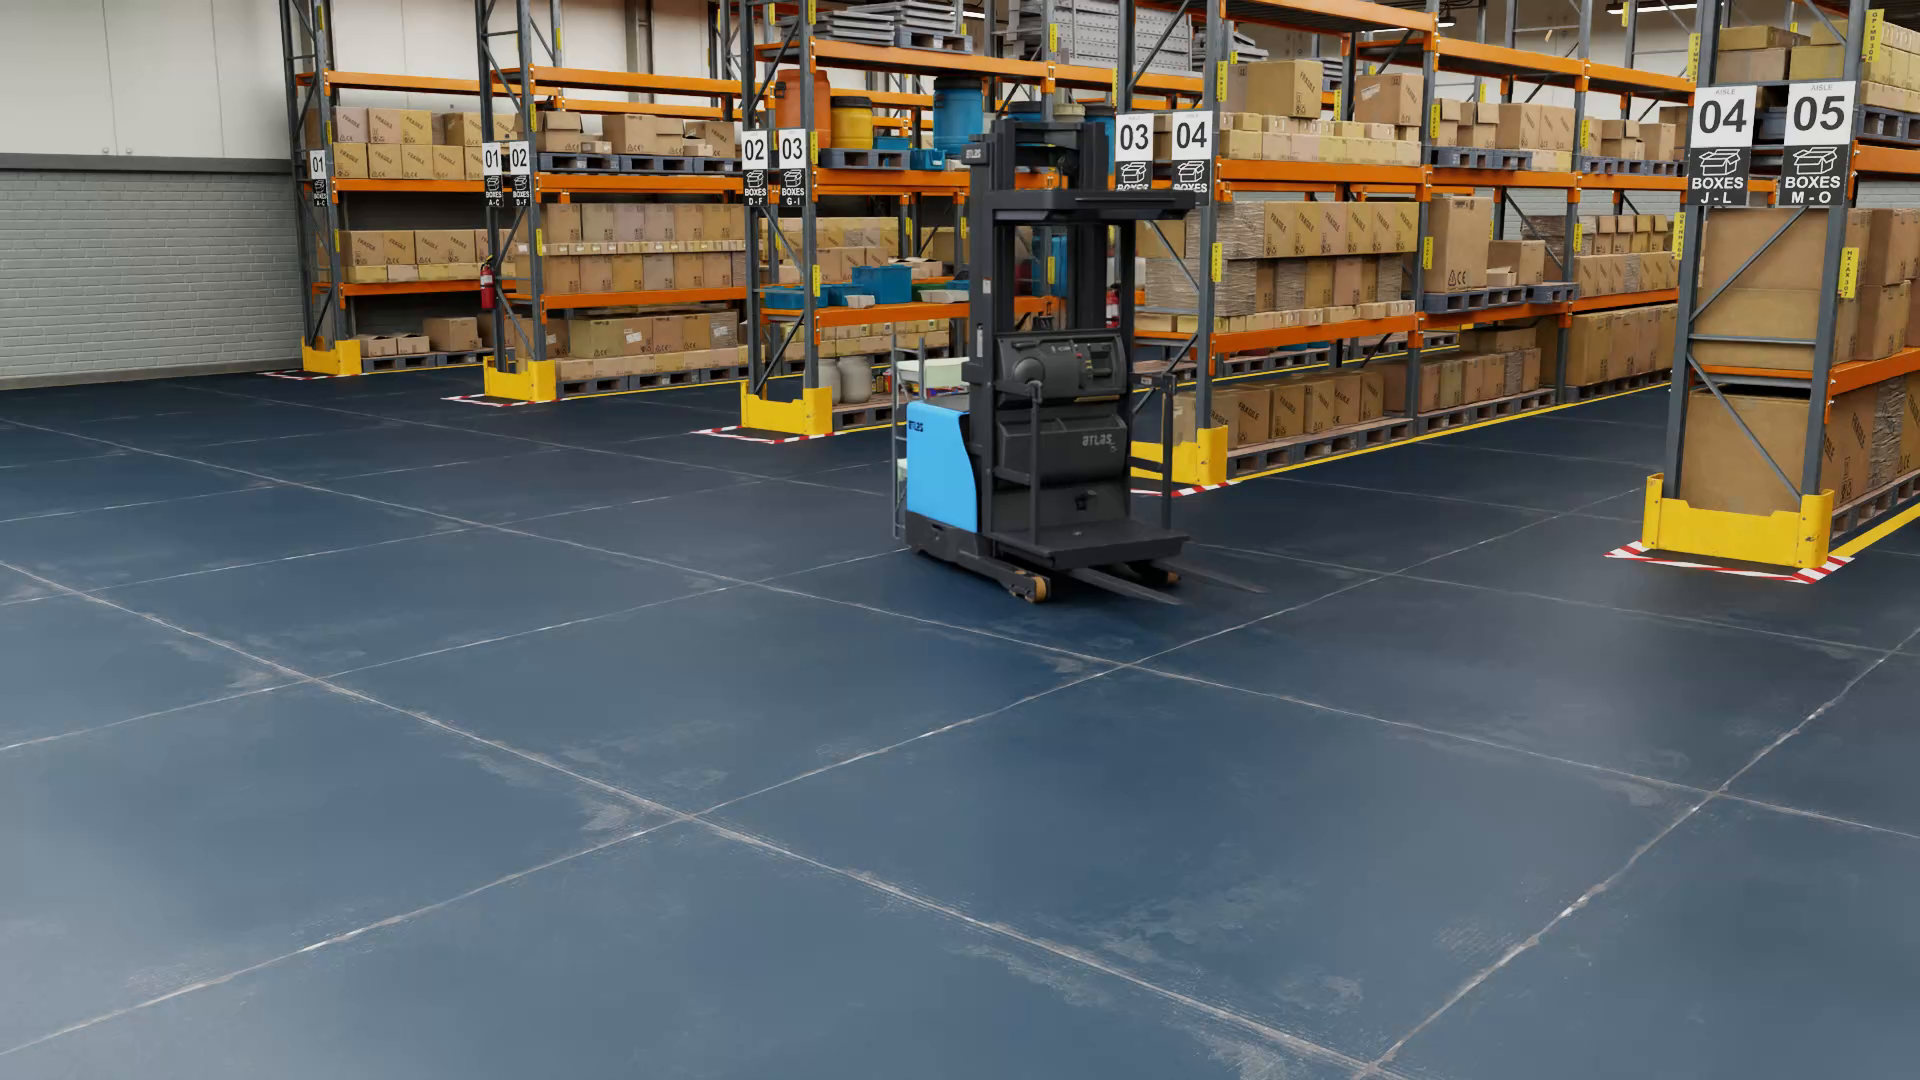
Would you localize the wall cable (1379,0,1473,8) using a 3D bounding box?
[{"bbox_3d":[9.553,-12.469,35.086,3.097,2.526,0.112,10,15,40],"label":"wall cable"}]

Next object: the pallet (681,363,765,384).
[{"bbox_3d":[-3.560,-2.422,23.800,1.003,0.211,1.213,10,15,40],"label":"pallet"}]

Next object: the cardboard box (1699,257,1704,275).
[{"bbox_3d":[10.555,-3.977,24.088,0.500,0.250,0.500,10,15,40],"label":"cardboard box"}]

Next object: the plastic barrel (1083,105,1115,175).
[{"bbox_3d":[1.751,-5.272,22.012,0.600,0.901,0.708,10,15,40],"label":"plastic barrel"}]

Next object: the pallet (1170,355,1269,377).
[{"bbox_3d":[3.844,-2.603,24.704,1.003,0.211,1.213,10,15,40],"label":"pallet"}]

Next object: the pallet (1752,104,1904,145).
[{"bbox_3d":[5.935,-2.913,11.707,1.003,0.211,1.213,10,15,40],"label":"pallet"}]

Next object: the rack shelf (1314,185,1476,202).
[{"bbox_3d":[7.316,-5.850,28.019,1.077,0.370,4.000,10,15,40],"label":"rack shelf"}]

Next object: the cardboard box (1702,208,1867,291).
[{"bbox_3d":[5.728,-2.028,11.566,0.875,0.550,0.550,10,15,40],"label":"cardboard box"}]

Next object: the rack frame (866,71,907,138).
[{"bbox_3d":[-1.446,-8.660,32.595,1.000,3.000,0.127,10,15,40],"label":"rack frame"}]

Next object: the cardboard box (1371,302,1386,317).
[{"bbox_3d":[4.132,-2.363,17.023,0.380,0.149,0.250,10,15,40],"label":"cardboard box"}]

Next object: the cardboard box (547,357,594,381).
[{"bbox_3d":[-5.123,-2.221,21.618,0.500,0.250,0.500,10,15,40],"label":"cardboard box"}]

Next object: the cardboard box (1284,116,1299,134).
[{"bbox_3d":[2.865,-3.780,15.184,0.380,0.149,0.250,10,15,40],"label":"cardboard box"}]

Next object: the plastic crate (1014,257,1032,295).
[{"bbox_3d":[0.804,-3.403,21.425,0.402,0.464,0.583,10,15,40],"label":"plastic crate"}]

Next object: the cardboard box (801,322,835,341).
[{"bbox_3d":[-2.210,-3.135,24.767,0.500,0.311,0.500,10,15,40],"label":"cardboard box"}]

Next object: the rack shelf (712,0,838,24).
[{"bbox_3d":[-2.767,-9.643,30.867,1.077,0.370,4.000,10,15,40],"label":"rack shelf"}]

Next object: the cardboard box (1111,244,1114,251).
[{"bbox_3d":[2.818,-5.167,30.168,0.500,0.500,0.500,10,15,42],"label":"cardboard box"}]

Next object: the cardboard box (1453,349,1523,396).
[{"bbox_3d":[6.292,-2.014,19.895,0.700,0.500,0.500,8,14,36],"label":"cardboard box"}]

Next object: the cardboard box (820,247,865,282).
[{"bbox_3d":[-1.806,-4.212,25.388,0.500,0.500,0.500,10,15,40],"label":"cardboard box"}]

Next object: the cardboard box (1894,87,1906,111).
[{"bbox_3d":[6.421,-3.099,11.723,0.380,0.149,0.250,10,15,41],"label":"cardboard box"}]

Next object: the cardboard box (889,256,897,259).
[{"bbox_3d":[-1.457,-5.519,32.773,0.380,0.149,0.250,10,15,41],"label":"cardboard box"}]

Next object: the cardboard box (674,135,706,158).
[{"bbox_3d":[-3.891,-5.484,23.148,0.500,0.311,0.500,9,14,37],"label":"cardboard box"}]

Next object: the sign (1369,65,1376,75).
[{"bbox_3d":[6.407,-7.205,25.845,0.100,0.325,0.005,10,15,40],"label":"sign"}]

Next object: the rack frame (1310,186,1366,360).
[{"bbox_3d":[5.995,-4.437,26.769,1.000,3.000,0.127,10,15,40],"label":"rack frame"}]

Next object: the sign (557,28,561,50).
[{"bbox_3d":[-6.332,-7.907,26.238,0.100,0.325,0.005,10,15,40],"label":"sign"}]

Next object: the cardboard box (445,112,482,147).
[{"bbox_3d":[-7.545,-6.292,25.539,0.500,0.500,0.500,9,14,38],"label":"cardboard box"}]

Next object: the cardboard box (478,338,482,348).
[{"bbox_3d":[-7.798,-3.126,26.360,0.380,0.149,0.250,8,14,36],"label":"cardboard box"}]

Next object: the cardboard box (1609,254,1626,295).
[{"bbox_3d":[8.275,-3.446,21.550,0.500,0.500,0.500,9,15,39],"label":"cardboard box"}]

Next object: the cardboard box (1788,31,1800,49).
[{"bbox_3d":[5.756,-3.537,11.880,0.380,0.149,0.250,10,15,41],"label":"cardboard box"}]

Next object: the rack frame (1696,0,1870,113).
[{"bbox_3d":[5.454,-4.317,10.851,1.000,3.000,0.127,10,15,40],"label":"rack frame"}]

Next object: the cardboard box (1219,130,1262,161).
[{"bbox_3d":[2.307,-3.466,14.632,0.500,0.250,0.500,10,15,42],"label":"cardboard box"}]

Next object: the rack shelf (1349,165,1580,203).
[{"bbox_3d":[5.755,-4.032,18.920,1.077,0.370,4.000,10,15,40],"label":"rack shelf"}]

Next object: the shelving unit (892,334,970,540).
[{"bbox_3d":[-0.070,-0.759,12.182,0.755,1.500,0.431,-8,14,-33],"label":"shelving unit"}]

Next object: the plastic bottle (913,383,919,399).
[{"bbox_3d":[-0.495,-1.776,19.288,0.097,0.271,0.097,0,11,0],"label":"plastic bottle"}]

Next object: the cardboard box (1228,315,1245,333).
[{"bbox_3d":[2.341,-1.954,14.976,0.380,0.149,0.250,10,15,40],"label":"cardboard box"}]

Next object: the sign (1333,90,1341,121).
[{"bbox_3d":[4.016,-4.609,17.644,0.100,0.325,0.005,10,15,40],"label":"sign"}]

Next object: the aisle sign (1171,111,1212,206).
[{"bbox_3d":[1.979,-3.258,14.229,0.394,0.787,0.004,10,15,40],"label":"aisle sign"}]

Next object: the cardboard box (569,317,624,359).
[{"bbox_3d":[-4.795,-2.662,21.914,0.500,0.500,0.500,10,15,40],"label":"cardboard box"}]

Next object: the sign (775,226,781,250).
[{"bbox_3d":[-2.586,-4.293,23.635,0.100,0.325,0.005,10,15,40],"label":"sign"}]

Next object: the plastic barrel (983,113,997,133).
[{"bbox_3d":[0.283,-4.954,20.341,0.421,0.512,0.421,0,11,0],"label":"plastic barrel"}]

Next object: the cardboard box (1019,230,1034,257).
[{"bbox_3d":[1.157,-5.065,28.586,0.700,0.500,0.500,6,13,26],"label":"cardboard box"}]

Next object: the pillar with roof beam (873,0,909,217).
[{"bbox_3d":[1.600,-8.318,30.884,9.100,9.000,0.548,10,15,40],"label":"pillar with roof beam"}]

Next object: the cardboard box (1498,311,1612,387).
[{"bbox_3d":[7.547,-2.471,21.279,1.225,0.875,0.875,9,14,38],"label":"cardboard box"}]

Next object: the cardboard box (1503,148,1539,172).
[{"bbox_3d":[6.295,-4.356,19.086,0.500,0.250,0.500,10,15,42],"label":"cardboard box"}]

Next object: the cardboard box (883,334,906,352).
[{"bbox_3d":[-1.199,-3.089,25.964,0.500,0.250,0.500,10,15,42],"label":"cardboard box"}]

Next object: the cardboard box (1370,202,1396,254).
[{"bbox_3d":[4.016,-3.130,16.655,0.500,0.500,0.500,10,15,40],"label":"cardboard box"}]

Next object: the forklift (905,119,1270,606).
[{"bbox_3d":[0.764,-1.150,10.484,1.130,2.935,3.031,-6,13,-28],"label":"forklift"}]

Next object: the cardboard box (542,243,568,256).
[{"bbox_3d":[-5.224,-3.710,21.215,0.380,0.149,0.250,10,15,40],"label":"cardboard box"}]

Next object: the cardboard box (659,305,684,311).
[{"bbox_3d":[-5.257,-3.870,29.185,0.700,0.500,0.500,10,15,40],"label":"cardboard box"}]

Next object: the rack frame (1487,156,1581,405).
[{"bbox_3d":[7.075,-3.208,20.617,1.000,3.000,0.127,10,15,40],"label":"rack frame"}]

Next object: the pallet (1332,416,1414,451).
[{"bbox_3d":[4.018,-1.149,17.426,1.003,0.211,1.213,10,15,40],"label":"pallet"}]

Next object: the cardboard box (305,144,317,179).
[{"bbox_3d":[-9.283,-5.577,24.509,0.500,0.500,0.500,-11,16,-43],"label":"cardboard box"}]

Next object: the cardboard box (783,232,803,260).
[{"bbox_3d":[-3.221,-5.449,30.767,0.500,0.500,0.500,10,15,42],"label":"cardboard box"}]

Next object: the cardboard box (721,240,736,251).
[{"bbox_3d":[-3.358,-4.126,23.298,0.380,0.149,0.250,9,15,39],"label":"cardboard box"}]

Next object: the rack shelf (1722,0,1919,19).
[{"bbox_3d":[6.774,-4.063,12.434,1.077,0.370,4.000,10,15,40],"label":"rack shelf"}]

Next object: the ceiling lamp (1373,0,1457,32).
[{"bbox_3d":[8.566,-11.542,32.121,2.000,3.185,0.800,10,15,40],"label":"ceiling lamp"}]

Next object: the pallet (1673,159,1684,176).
[{"bbox_3d":[10.264,-5.343,23.874,1.003,0.211,1.213,10,15,40],"label":"pallet"}]

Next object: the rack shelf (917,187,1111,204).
[{"bbox_3d":[0.957,-5.902,28.282,1.077,0.370,4.000,10,15,40],"label":"rack shelf"}]

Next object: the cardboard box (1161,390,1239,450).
[{"bbox_3d":[2.219,-1.101,15.377,0.500,0.500,0.500,-9,14,-37],"label":"cardboard box"}]
